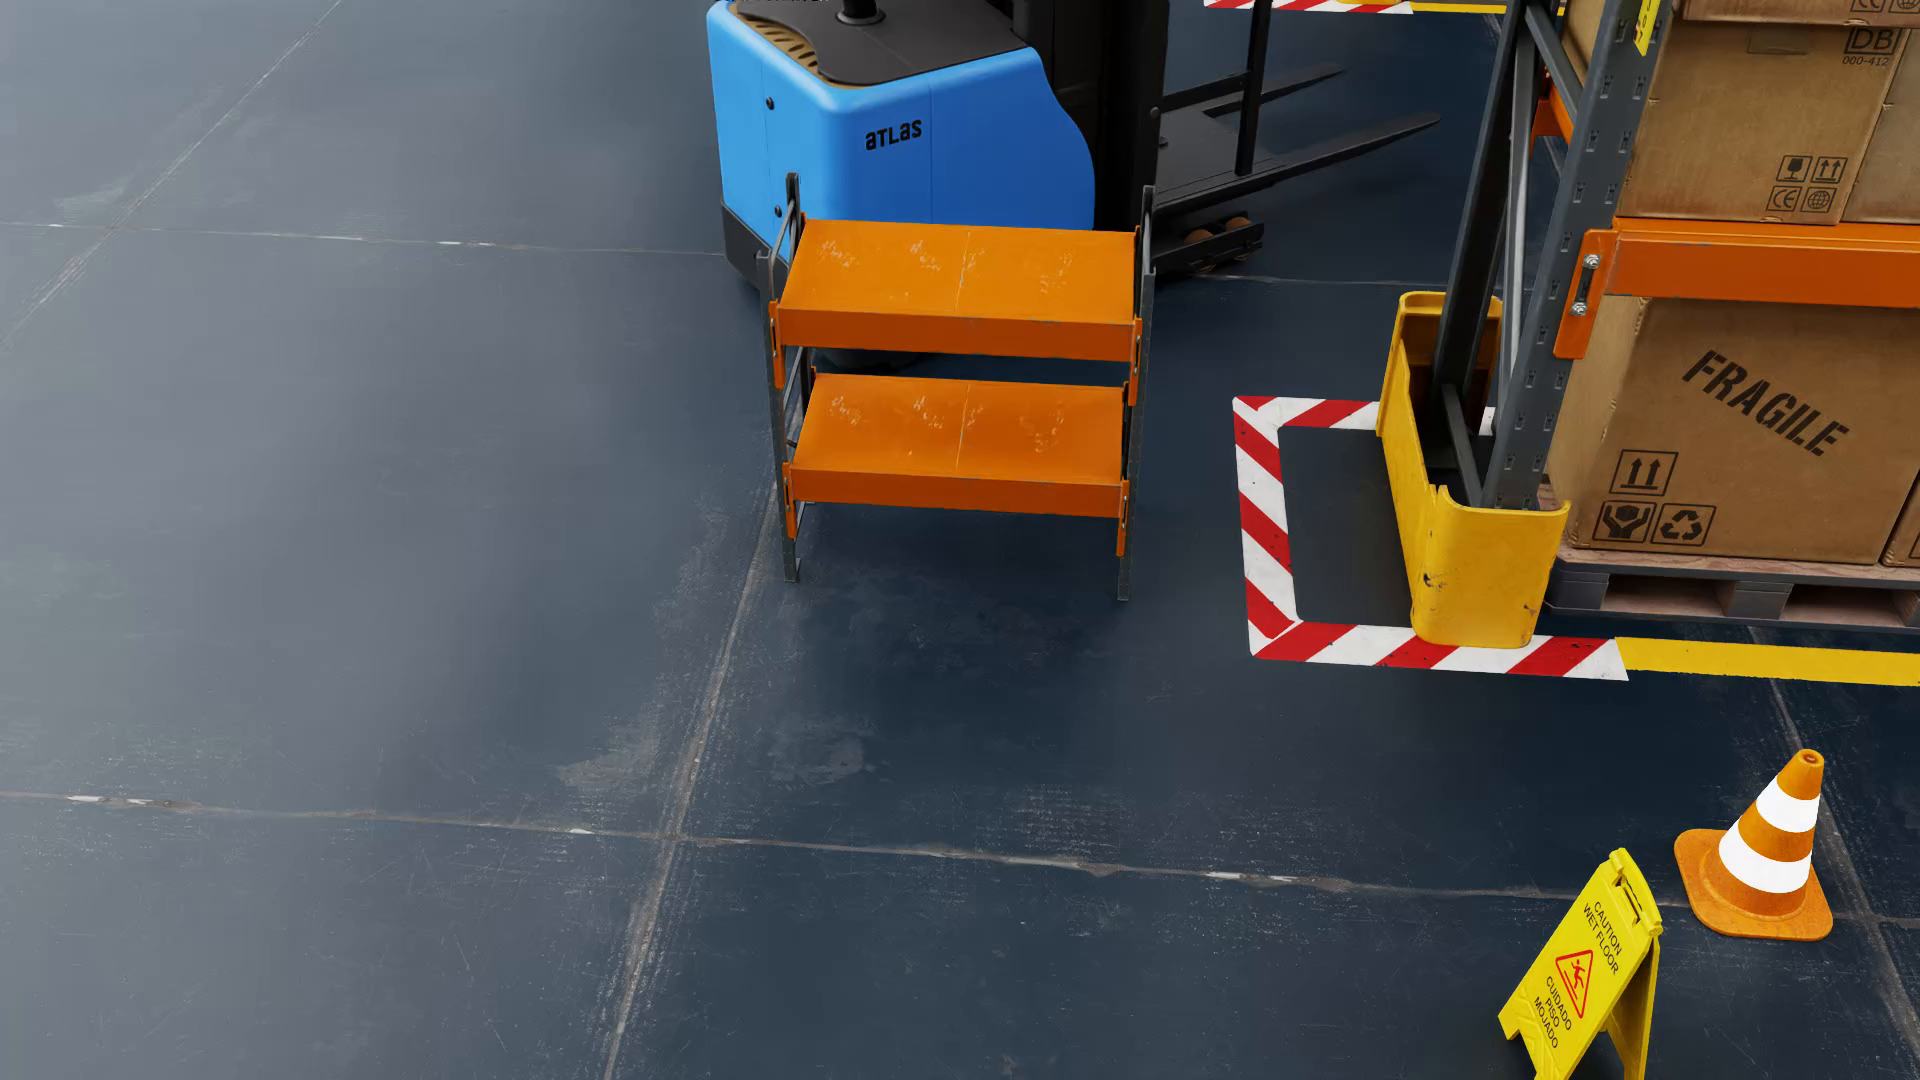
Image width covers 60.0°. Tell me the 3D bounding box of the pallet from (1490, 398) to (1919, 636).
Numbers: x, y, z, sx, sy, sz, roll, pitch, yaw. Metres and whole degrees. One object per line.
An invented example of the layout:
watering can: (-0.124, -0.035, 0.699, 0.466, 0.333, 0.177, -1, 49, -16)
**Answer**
pallet: (2.386, -0.141, 5.256, 1.213, 0.211, 1.003, 3, 39, 4)

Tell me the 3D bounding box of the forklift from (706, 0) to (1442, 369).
forklift: (0.606, -2.446, 5.933, 3.031, 2.935, 1.130, -21, 44, -24)

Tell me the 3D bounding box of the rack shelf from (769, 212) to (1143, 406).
rack shelf: (0.007, -0.663, 4.710, 1.000, 0.278, 0.538, 3, 39, 4)

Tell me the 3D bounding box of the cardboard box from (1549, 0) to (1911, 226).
cardboard box: (1.956, -1.283, 4.332, 0.550, 0.550, 0.875, 3, 39, 4)

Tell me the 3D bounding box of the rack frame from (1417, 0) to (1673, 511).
rack frame: (1.583, -1.217, 4.369, 0.127, 3.000, 1.000, 3, 39, 4)

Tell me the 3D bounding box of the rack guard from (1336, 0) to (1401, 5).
rack guard: (2.187, -3.357, 8.978, 0.348, 0.500, 1.175, 3, 39, 4)

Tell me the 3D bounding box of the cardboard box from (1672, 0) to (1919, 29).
cardboard box: (1.949, -1.649, 3.926, 0.550, 0.550, 0.875, 3, 39, 4)

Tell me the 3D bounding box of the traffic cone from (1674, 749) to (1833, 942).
traffic cone: (1.989, 0.689, 4.037, 0.334, 0.463, 0.336, 3, 39, 4)

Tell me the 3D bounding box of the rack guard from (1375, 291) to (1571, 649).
rack guard: (1.559, -0.249, 5.159, 0.348, 0.500, 1.175, 3, 39, 4)

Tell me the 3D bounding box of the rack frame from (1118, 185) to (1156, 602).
rack frame: (0.513, -0.408, 4.860, 0.032, 1.125, 0.500, 3, 39, 4)

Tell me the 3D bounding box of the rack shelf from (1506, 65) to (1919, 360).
rack shelf: (3.575, -0.829, 4.462, 4.000, 0.370, 1.077, 3, 39, 4)

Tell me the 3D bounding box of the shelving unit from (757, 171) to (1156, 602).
shelving unit: (0.007, -0.436, 4.894, 1.048, 1.125, 0.538, 3, 39, 4)

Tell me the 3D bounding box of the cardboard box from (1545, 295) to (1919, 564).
cardboard box: (2.264, -0.560, 4.913, 0.875, 0.875, 0.875, 3, 39, 4)

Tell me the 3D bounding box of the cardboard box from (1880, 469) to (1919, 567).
cardboard box: (3.141, -0.514, 4.855, 0.875, 0.875, 0.875, 3, 39, 3)

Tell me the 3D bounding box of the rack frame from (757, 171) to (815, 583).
rack frame: (-0.500, -0.464, 4.928, 0.032, 1.125, 0.500, 3, 39, 4)

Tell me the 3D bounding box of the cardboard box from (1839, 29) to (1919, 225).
cardboard box: (2.506, -1.267, 4.312, 0.550, 0.550, 0.875, 3, 39, 4)

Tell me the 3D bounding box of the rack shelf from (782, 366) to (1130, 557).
rack shelf: (0.007, -0.246, 5.049, 1.000, 0.278, 0.538, 3, 39, 4)

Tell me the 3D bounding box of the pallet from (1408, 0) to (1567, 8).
pallet: (2.993, -3.179, 8.988, 1.213, 0.211, 1.003, 3, 39, 4)

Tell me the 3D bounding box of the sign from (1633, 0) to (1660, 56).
sign: (1.529, -1.235, 3.642, 0.005, 0.325, 0.100, 3, 39, 4)

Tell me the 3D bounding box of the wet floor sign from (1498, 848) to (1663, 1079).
wet floor sign: (1.383, 0.940, 3.584, 0.232, 0.644, 0.267, -3, 39, -4)
